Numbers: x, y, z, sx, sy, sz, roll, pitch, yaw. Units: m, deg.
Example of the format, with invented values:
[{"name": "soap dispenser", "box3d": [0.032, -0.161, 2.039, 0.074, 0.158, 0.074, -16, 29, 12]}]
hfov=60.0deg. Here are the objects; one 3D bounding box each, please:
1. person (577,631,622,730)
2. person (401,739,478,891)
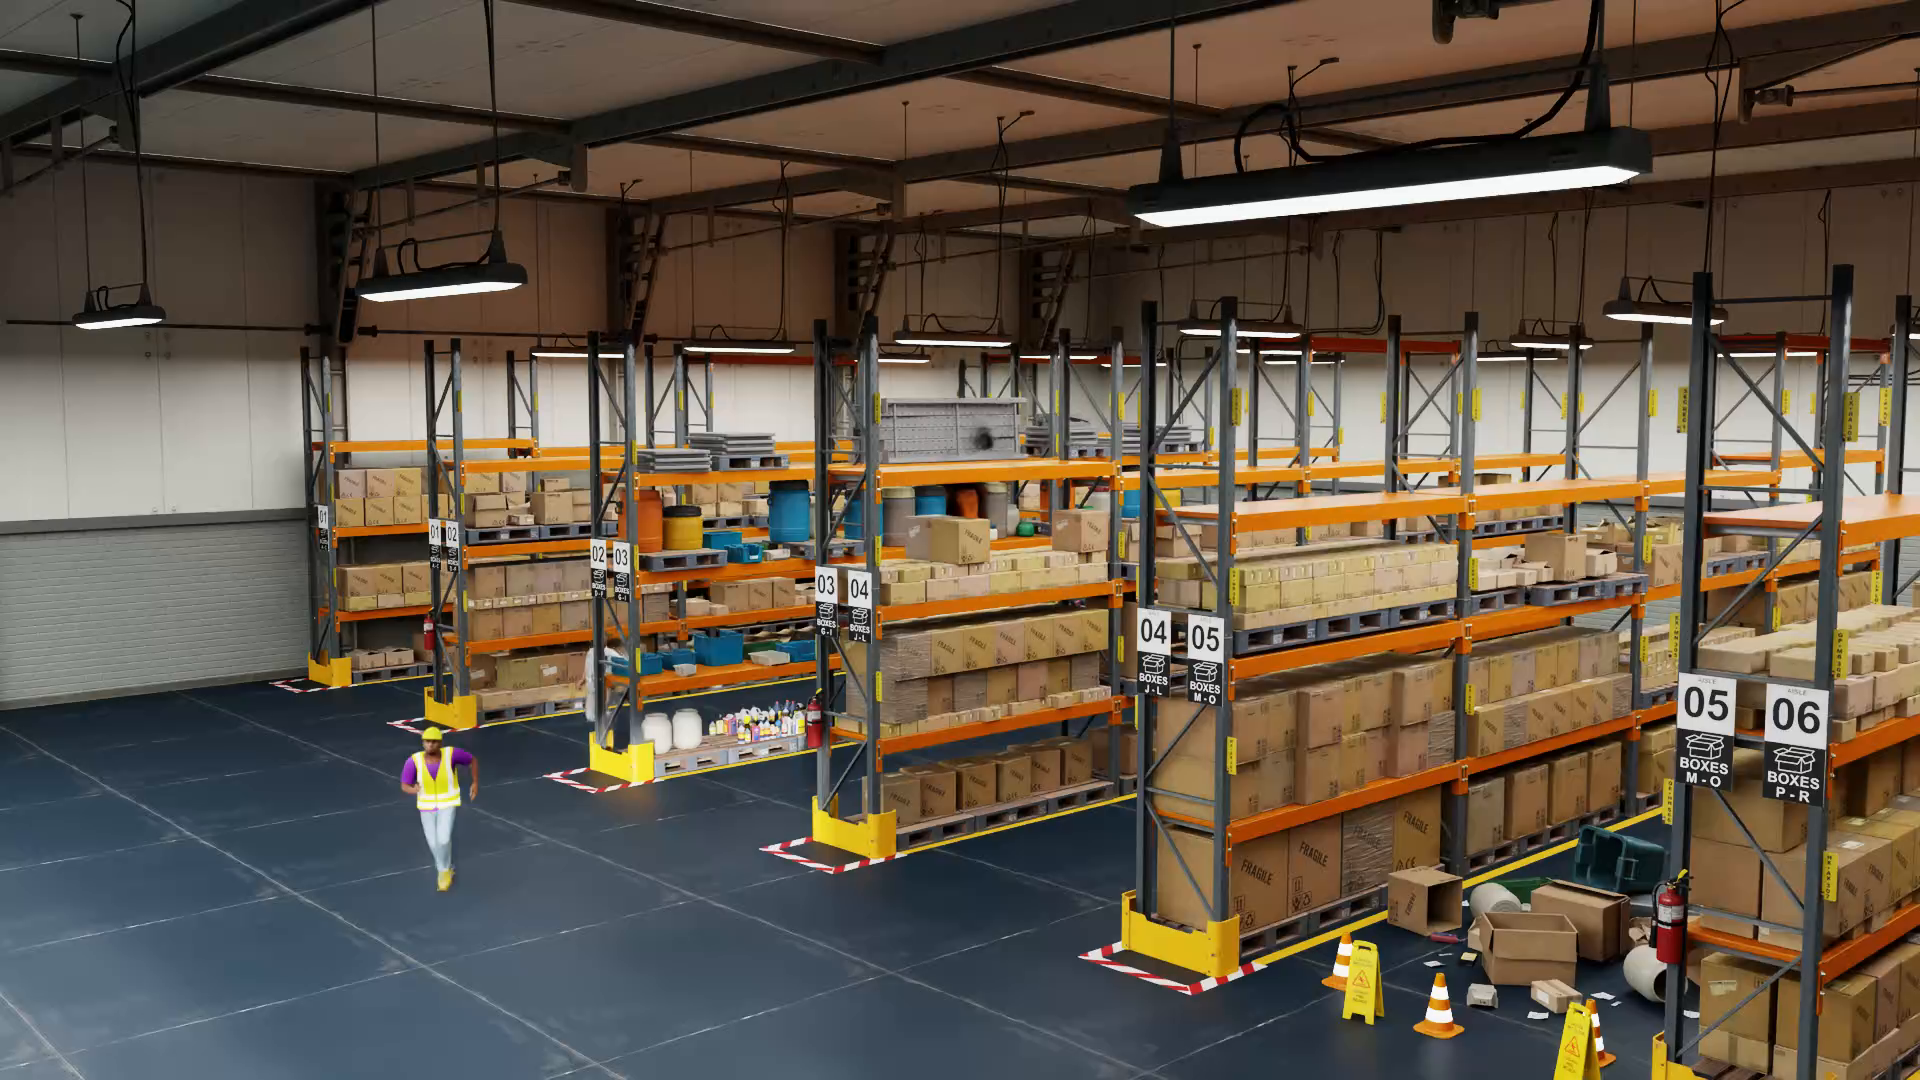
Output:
[{"name": "person", "box3d": [-5.229, 2.168, 24.420, 0.672, 1.760, 0.644, 2, 6, 24]}, {"name": "person", "box3d": [-5.387, 2.789, 17.207, 0.737, 1.684, 0.786, -1, 5, -8]}]
